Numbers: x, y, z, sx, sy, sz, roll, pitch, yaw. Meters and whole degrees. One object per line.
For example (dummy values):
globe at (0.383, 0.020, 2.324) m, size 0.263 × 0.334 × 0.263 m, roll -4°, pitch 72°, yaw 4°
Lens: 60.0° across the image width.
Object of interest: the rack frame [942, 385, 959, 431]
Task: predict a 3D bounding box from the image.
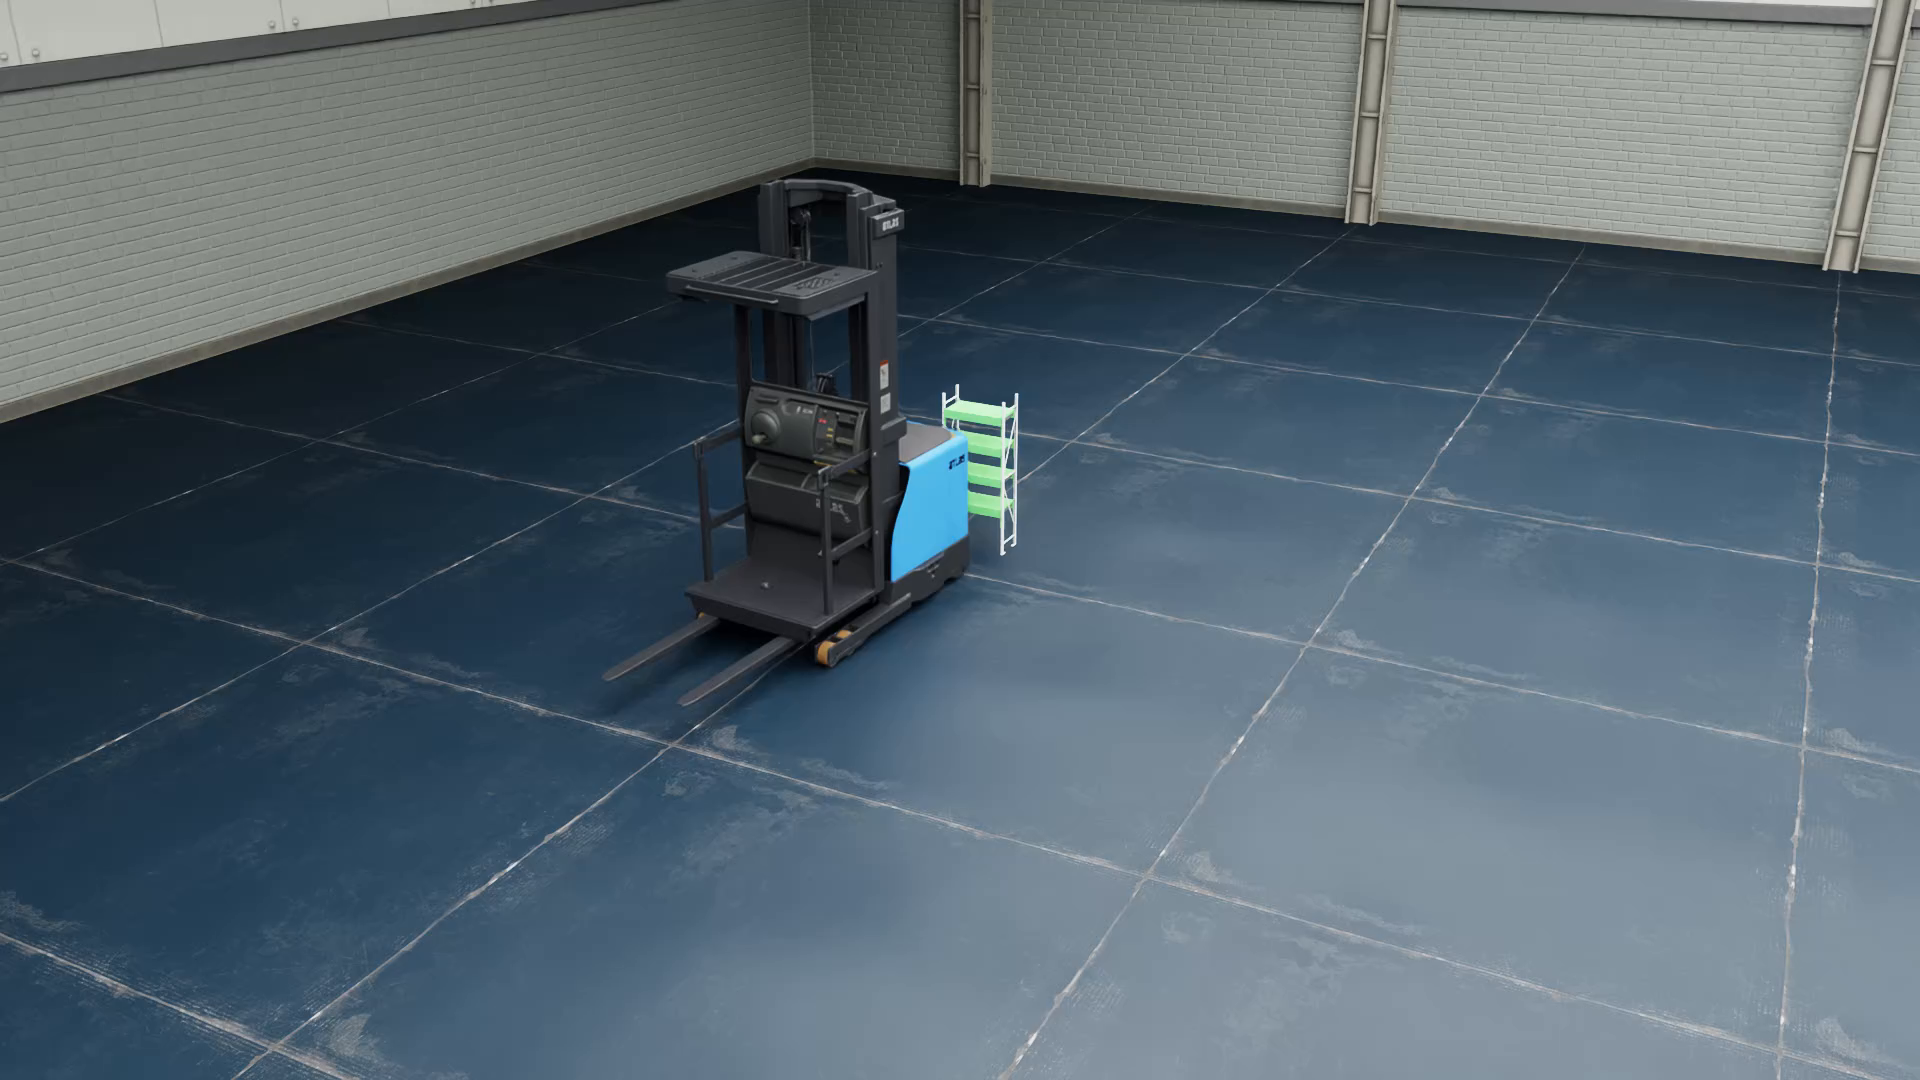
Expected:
rack frame at (-0.070, -0.566, 12.548) m, size 0.015 × 1.200 × 0.240 m, roll 11°, pitch 25°, yaw 25°

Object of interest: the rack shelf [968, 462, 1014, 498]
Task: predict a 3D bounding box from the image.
rack shelf at (0.148, -0.464, 12.471) m, size 0.480 × 0.148 × 0.258 m, roll 11°, pitch 25°, yaw 25°

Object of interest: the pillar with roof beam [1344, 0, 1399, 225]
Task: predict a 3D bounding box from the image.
pillar with roof beam at (3.648, -7.069, 17.874) m, size 0.400 × 9.000 × 9.100 m, roll 11°, pitch 25°, yaw 25°

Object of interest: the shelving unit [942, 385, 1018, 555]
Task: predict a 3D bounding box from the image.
shelving unit at (0.148, -0.523, 12.446) m, size 0.503 × 1.200 × 0.258 m, roll 11°, pitch 25°, yaw 25°

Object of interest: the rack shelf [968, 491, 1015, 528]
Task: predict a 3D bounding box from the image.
rack shelf at (0.148, -0.243, 12.565) m, size 0.480 × 0.148 × 0.258 m, roll 11°, pitch 25°, yaw 25°

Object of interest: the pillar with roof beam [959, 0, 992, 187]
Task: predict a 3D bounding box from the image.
pillar with roof beam at (-1.706, -8.129, 20.365) m, size 0.400 × 9.000 × 9.100 m, roll 11°, pitch 25°, yaw 25°

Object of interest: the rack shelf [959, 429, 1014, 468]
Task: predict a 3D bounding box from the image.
rack shelf at (0.148, -0.685, 12.378) m, size 0.480 × 0.148 × 0.258 m, roll 11°, pitch 25°, yaw 25°

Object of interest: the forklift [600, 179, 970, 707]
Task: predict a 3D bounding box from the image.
forklift at (-1.129, -0.731, 10.724) m, size 1.130 × 2.935 × 3.031 m, roll 14°, pitch 27°, yaw 29°

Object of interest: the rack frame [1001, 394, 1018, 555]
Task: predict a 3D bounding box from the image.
rack frame at (0.365, -0.480, 12.345) m, size 0.015 × 1.200 × 0.240 m, roll 11°, pitch 25°, yaw 25°

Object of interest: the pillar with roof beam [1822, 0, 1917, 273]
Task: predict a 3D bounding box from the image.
pillar with roof beam at (9.003, -6.010, 15.383) m, size 0.400 × 9.000 × 9.100 m, roll 11°, pitch 25°, yaw 25°

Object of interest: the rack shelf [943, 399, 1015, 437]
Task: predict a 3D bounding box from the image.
rack shelf at (0.148, -0.906, 12.284) m, size 0.480 × 0.148 × 0.258 m, roll 11°, pitch 25°, yaw 25°
